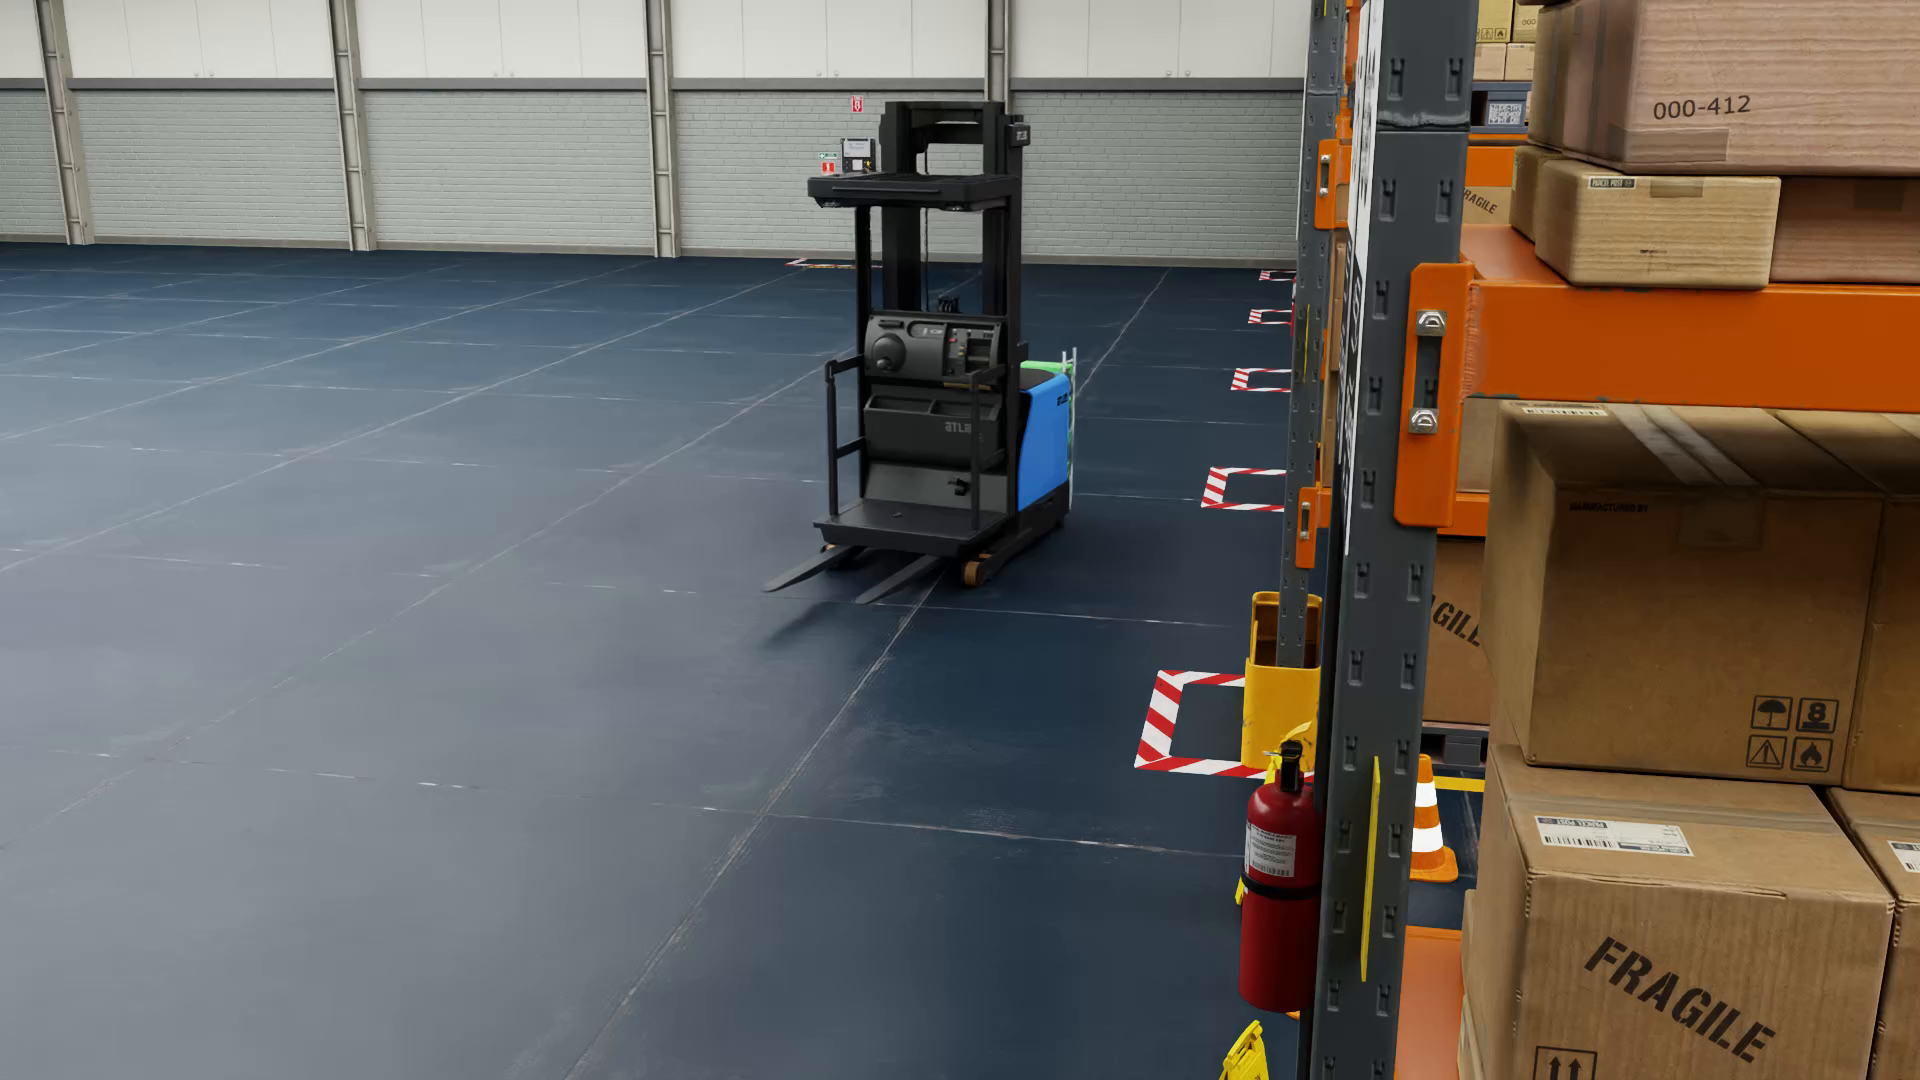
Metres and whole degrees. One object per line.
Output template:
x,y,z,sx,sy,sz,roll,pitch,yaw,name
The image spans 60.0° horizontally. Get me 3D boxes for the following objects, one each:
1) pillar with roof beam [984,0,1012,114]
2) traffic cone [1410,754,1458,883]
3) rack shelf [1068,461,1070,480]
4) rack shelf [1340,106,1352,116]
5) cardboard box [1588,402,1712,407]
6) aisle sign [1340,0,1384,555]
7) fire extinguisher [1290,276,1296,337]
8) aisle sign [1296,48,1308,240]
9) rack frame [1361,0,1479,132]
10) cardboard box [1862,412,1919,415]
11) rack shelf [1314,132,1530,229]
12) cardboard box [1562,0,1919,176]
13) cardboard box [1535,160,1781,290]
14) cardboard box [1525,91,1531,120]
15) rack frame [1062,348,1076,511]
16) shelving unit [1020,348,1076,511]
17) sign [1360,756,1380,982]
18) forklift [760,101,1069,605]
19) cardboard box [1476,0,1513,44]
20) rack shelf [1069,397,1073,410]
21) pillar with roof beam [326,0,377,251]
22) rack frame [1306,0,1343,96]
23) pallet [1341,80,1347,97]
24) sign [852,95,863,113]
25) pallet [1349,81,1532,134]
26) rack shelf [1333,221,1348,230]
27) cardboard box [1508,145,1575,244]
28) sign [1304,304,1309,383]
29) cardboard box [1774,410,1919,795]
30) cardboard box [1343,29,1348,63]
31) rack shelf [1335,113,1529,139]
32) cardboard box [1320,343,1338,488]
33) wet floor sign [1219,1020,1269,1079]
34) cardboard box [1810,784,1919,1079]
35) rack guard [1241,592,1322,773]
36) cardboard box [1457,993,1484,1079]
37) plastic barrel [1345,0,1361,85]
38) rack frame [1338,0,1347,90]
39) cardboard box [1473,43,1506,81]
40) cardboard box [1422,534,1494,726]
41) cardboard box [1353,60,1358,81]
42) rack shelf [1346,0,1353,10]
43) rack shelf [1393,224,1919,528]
-0.224,-7.987,23.470,0.400,9.000,9.100,3,16,11,pillar with roof beam
1.844,1.088,6.699,0.334,0.463,0.336,3,16,11,traffic cone
0.550,-0.514,12.221,0.480,0.148,0.258,7,15,23,rack shelf
5.641,-4.115,16.457,4.000,0.370,1.077,3,16,11,rack shelf
3.047,-0.513,7.444,0.550,0.550,0.875,3,16,11,cardboard box
0.597,-0.409,2.481,0.004,0.787,0.394,3,16,11,aisle sign
2.674,-1.916,12.935,0.183,0.674,0.296,3,16,11,fire extinguisher
1.478,-1.713,7.186,0.004,0.787,0.394,3,16,11,aisle sign
0.720,-2.126,2.308,0.127,3.000,1.000,3,16,11,rack frame
4.114,-0.494,7.374,0.550,0.550,0.875,3,16,11,cardboard box
3.567,-1.527,7.115,4.000,0.370,1.077,3,16,11,rack shelf
1.159,-0.655,2.341,0.500,0.250,0.500,3,16,10,cardboard box
0.980,-0.456,2.372,0.250,0.149,0.380,3,16,11,cardboard box
4.106,-3.054,11.559,0.500,0.250,0.500,3,16,11,cardboard box
0.777,-0.783,12.054,0.015,1.200,0.240,7,15,23,rack frame
0.554,-0.809,12.148,0.503,1.200,0.258,7,15,23,shelving unit
0.612,0.490,2.481,0.005,0.325,0.100,3,16,11,sign
-0.258,-1.244,10.491,1.130,2.935,3.031,6,17,22,forklift
2.029,-2.209,6.979,0.500,0.250,0.500,3,16,11,cardboard box
0.556,-0.980,12.106,0.480,0.148,0.258,7,15,23,rack shelf
-11.983,-8.626,25.774,0.400,9.000,9.100,3,16,11,pillar with roof beam
1.607,-3.426,7.002,0.127,3.000,1.000,3,16,11,rack frame
5.360,-5.777,21.274,1.213,0.211,1.003,3,16,11,pallet
-1.768,-7.507,28.633,0.199,0.298,0.001,3,16,11,sign
2.336,-1.901,7.282,1.213,0.211,1.003,3,16,11,pallet
6.632,-3.965,21.534,4.000,0.370,1.077,3,16,11,rack shelf
1.125,-0.613,2.938,0.250,0.149,0.380,3,16,11,cardboard box
1.490,-0.845,7.154,0.005,0.325,0.100,3,16,11,sign
1.758,0.091,2.926,0.500,0.500,0.700,3,16,12,cardboard box
5.985,-7.615,25.648,0.500,0.500,0.500,2,16,7,cardboard box
4.654,-2.819,11.779,4.000,0.370,1.077,3,16,11,rack shelf
1.980,-0.599,7.755,0.550,0.550,0.875,3,16,11,cardboard box
0.747,1.610,4.470,0.232,0.644,0.267,9,18,30,wet floor sign
1.637,0.699,2.607,0.500,0.500,0.500,4,16,13,cardboard box
1.583,0.669,8.142,0.348,0.500,1.175,3,16,11,rack guard
1.011,0.959,2.882,0.250,0.149,0.380,3,16,11,cardboard box
4.183,-4.985,16.658,0.708,0.830,0.600,3,16,11,plastic barrel
2.694,-4.718,11.667,0.127,3.000,1.000,3,16,11,rack frame
2.129,-1.994,6.950,0.250,0.149,0.380,3,16,12,cardboard box
2.285,0.306,7.963,0.875,0.875,0.875,3,16,11,cardboard box
2.918,-3.317,11.763,0.250,0.149,0.380,3,16,11,cardboard box
6.632,-6.663,20.787,4.000,0.370,1.077,3,16,11,rack shelf
2.679,-0.227,2.421,4.000,0.370,1.077,3,16,11,rack shelf
